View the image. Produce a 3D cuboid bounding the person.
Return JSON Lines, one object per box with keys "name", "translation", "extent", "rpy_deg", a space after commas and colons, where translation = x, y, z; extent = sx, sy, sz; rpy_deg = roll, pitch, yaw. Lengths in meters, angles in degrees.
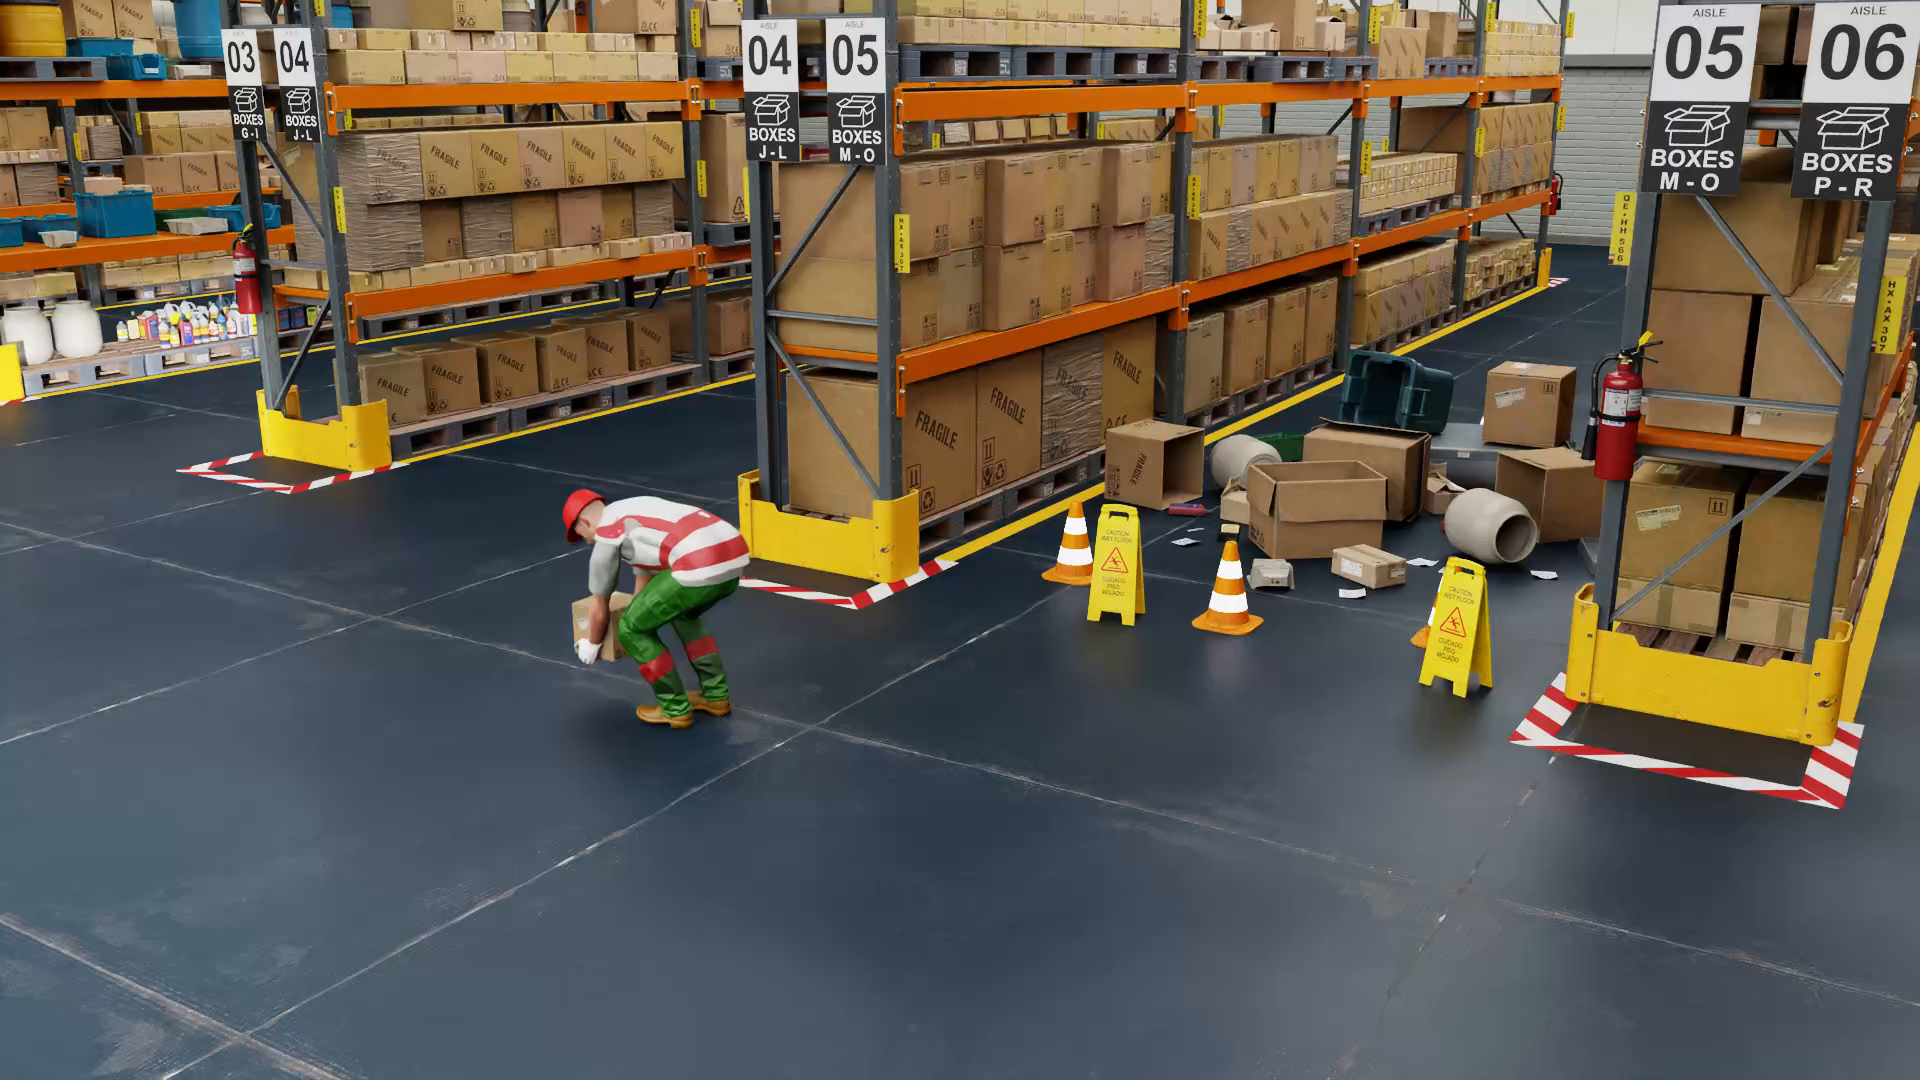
{"name": "person", "translation": [-1.426, 0.310, 7.761], "extent": [0.958, 1.041, 0.522], "rpy_deg": [9, 18, 28]}
